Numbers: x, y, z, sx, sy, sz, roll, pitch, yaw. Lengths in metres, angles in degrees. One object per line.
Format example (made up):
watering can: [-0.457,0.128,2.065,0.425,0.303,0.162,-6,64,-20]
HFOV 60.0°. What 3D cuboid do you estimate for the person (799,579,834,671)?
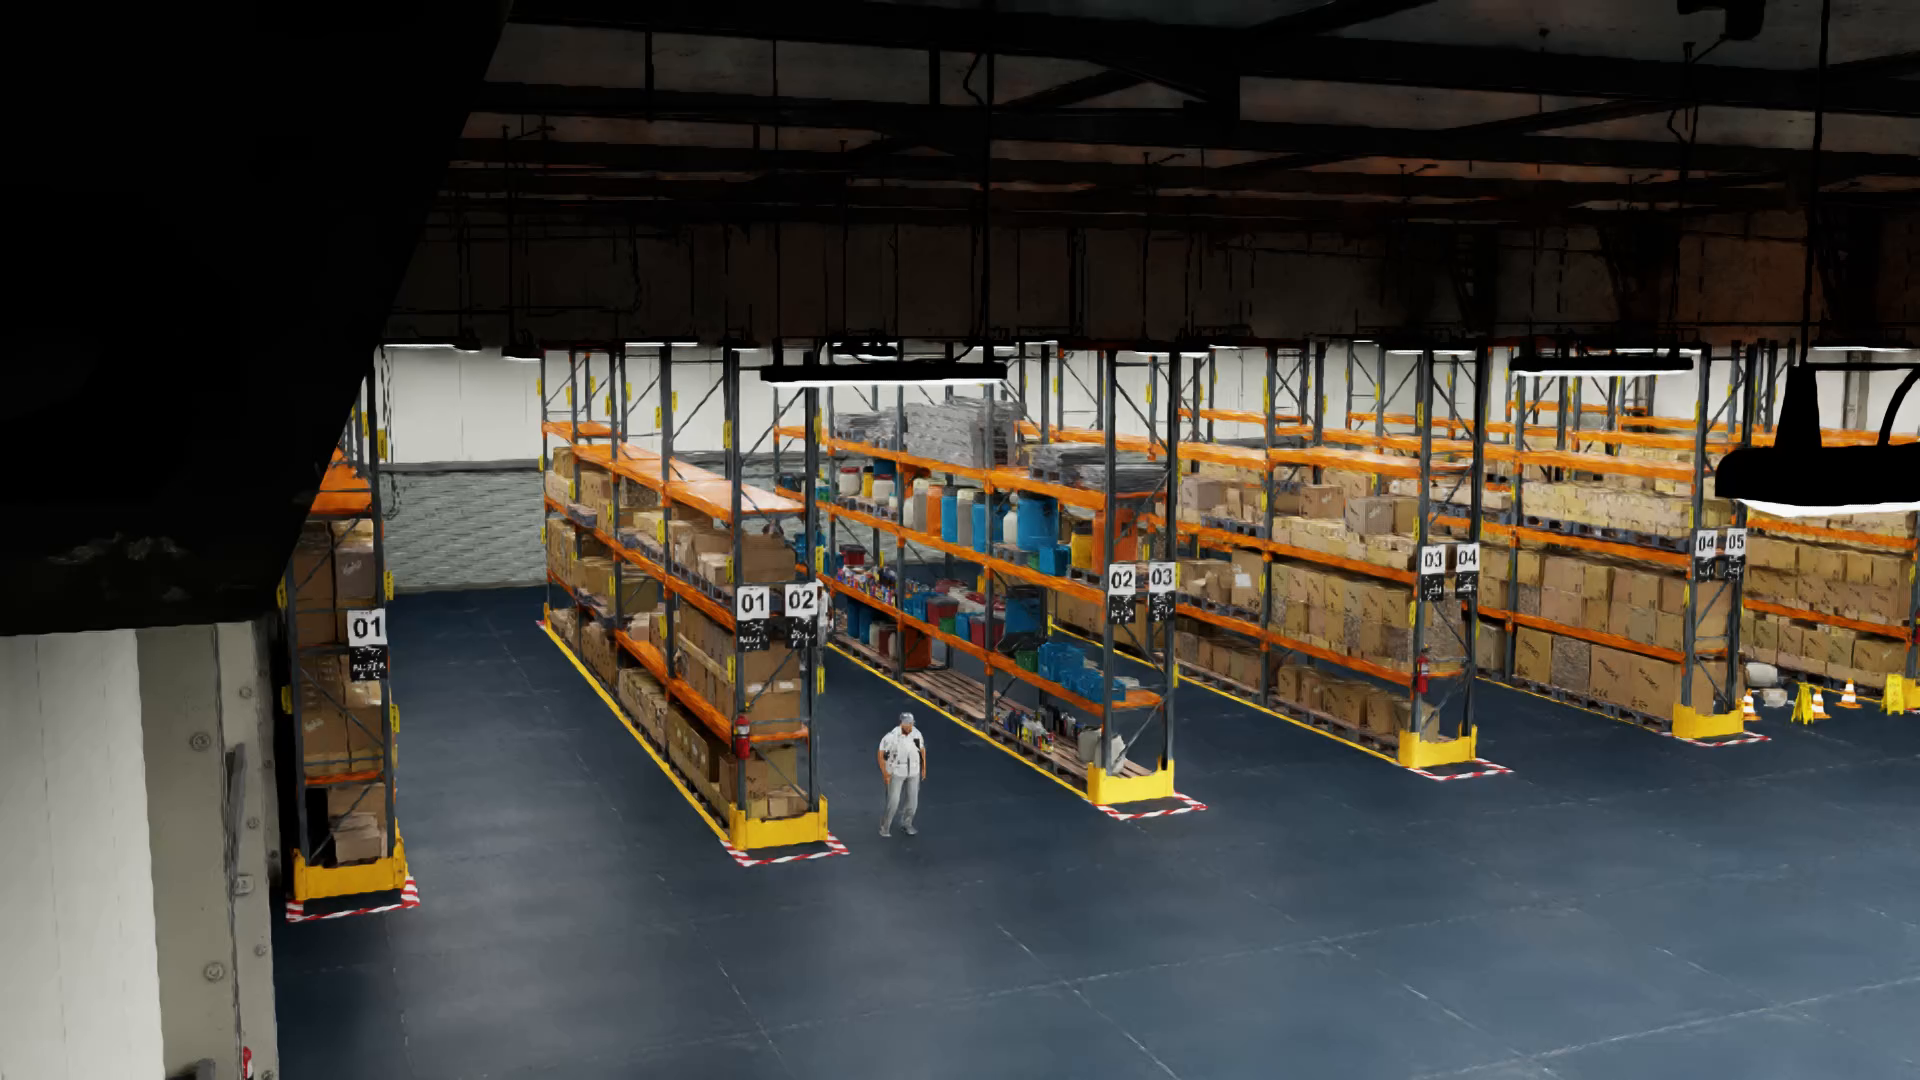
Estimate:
person: [-2.631,1.548,30.279,0.702,1.734,0.549,-3,8,-23]

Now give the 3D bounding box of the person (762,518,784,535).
person: [-4.547,0.237,40.344,0.630,1.729,1.046,0,7,-1]

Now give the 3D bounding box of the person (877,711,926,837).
person: [-0.708,2.881,20.531,0.626,1.610,0.578,-3,8,-24]
